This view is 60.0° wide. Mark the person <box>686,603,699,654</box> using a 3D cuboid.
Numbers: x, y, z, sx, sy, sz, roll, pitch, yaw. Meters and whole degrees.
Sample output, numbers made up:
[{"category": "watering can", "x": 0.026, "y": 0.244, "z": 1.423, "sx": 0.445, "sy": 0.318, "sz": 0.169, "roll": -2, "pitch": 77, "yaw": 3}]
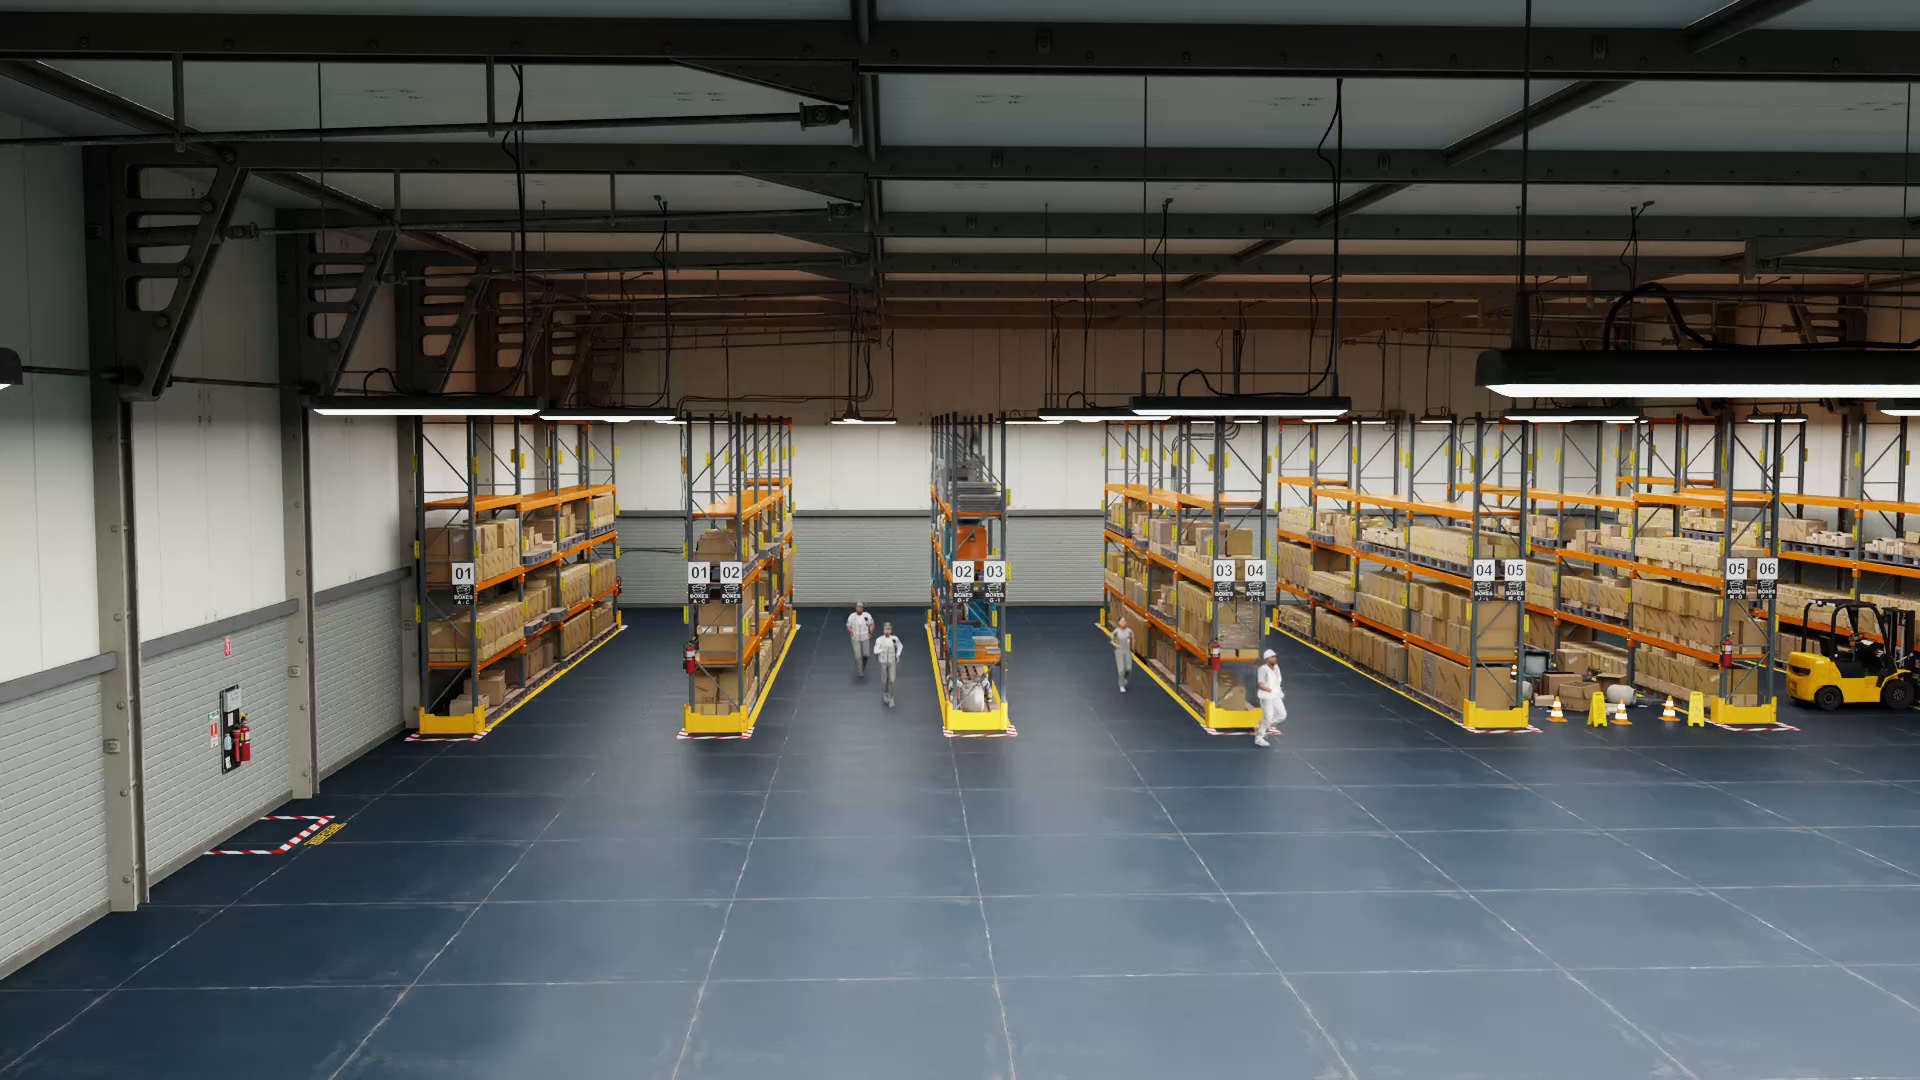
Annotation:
[{"category": "person", "x": -6.389, "y": 2.046, "z": 40.759, "sx": 0.673, "sy": 1.790, "sz": 1.040, "roll": -1, "pitch": 4, "yaw": -9}]

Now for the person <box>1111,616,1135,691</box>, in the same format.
[{"category": "person", "x": 3.541, "y": 2.466, "z": 35.941, "sx": 0.560, "sy": 1.631, "sz": 0.503, "roll": 0, "pitch": 4, "yaw": -5}]

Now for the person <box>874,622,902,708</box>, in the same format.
[{"category": "person", "x": -1.476, "y": 2.554, "z": 34.119, "sx": 0.594, "sy": 1.745, "sz": 0.712, "roll": 0, "pitch": 4, "yaw": -2}]

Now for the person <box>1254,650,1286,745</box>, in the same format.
[{"category": "person", "x": 5.597, "y": 2.824, "z": 29.824, "sx": 0.652, "sy": 1.731, "sz": 0.723, "roll": 4, "pitch": 5, "yaw": 43}]

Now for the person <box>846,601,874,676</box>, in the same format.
[{"category": "person", "x": -2.275, "y": 2.257, "z": 38.058, "sx": 0.638, "sy": 1.737, "sz": 0.564, "roll": 0, "pitch": 4, "yaw": -5}]
